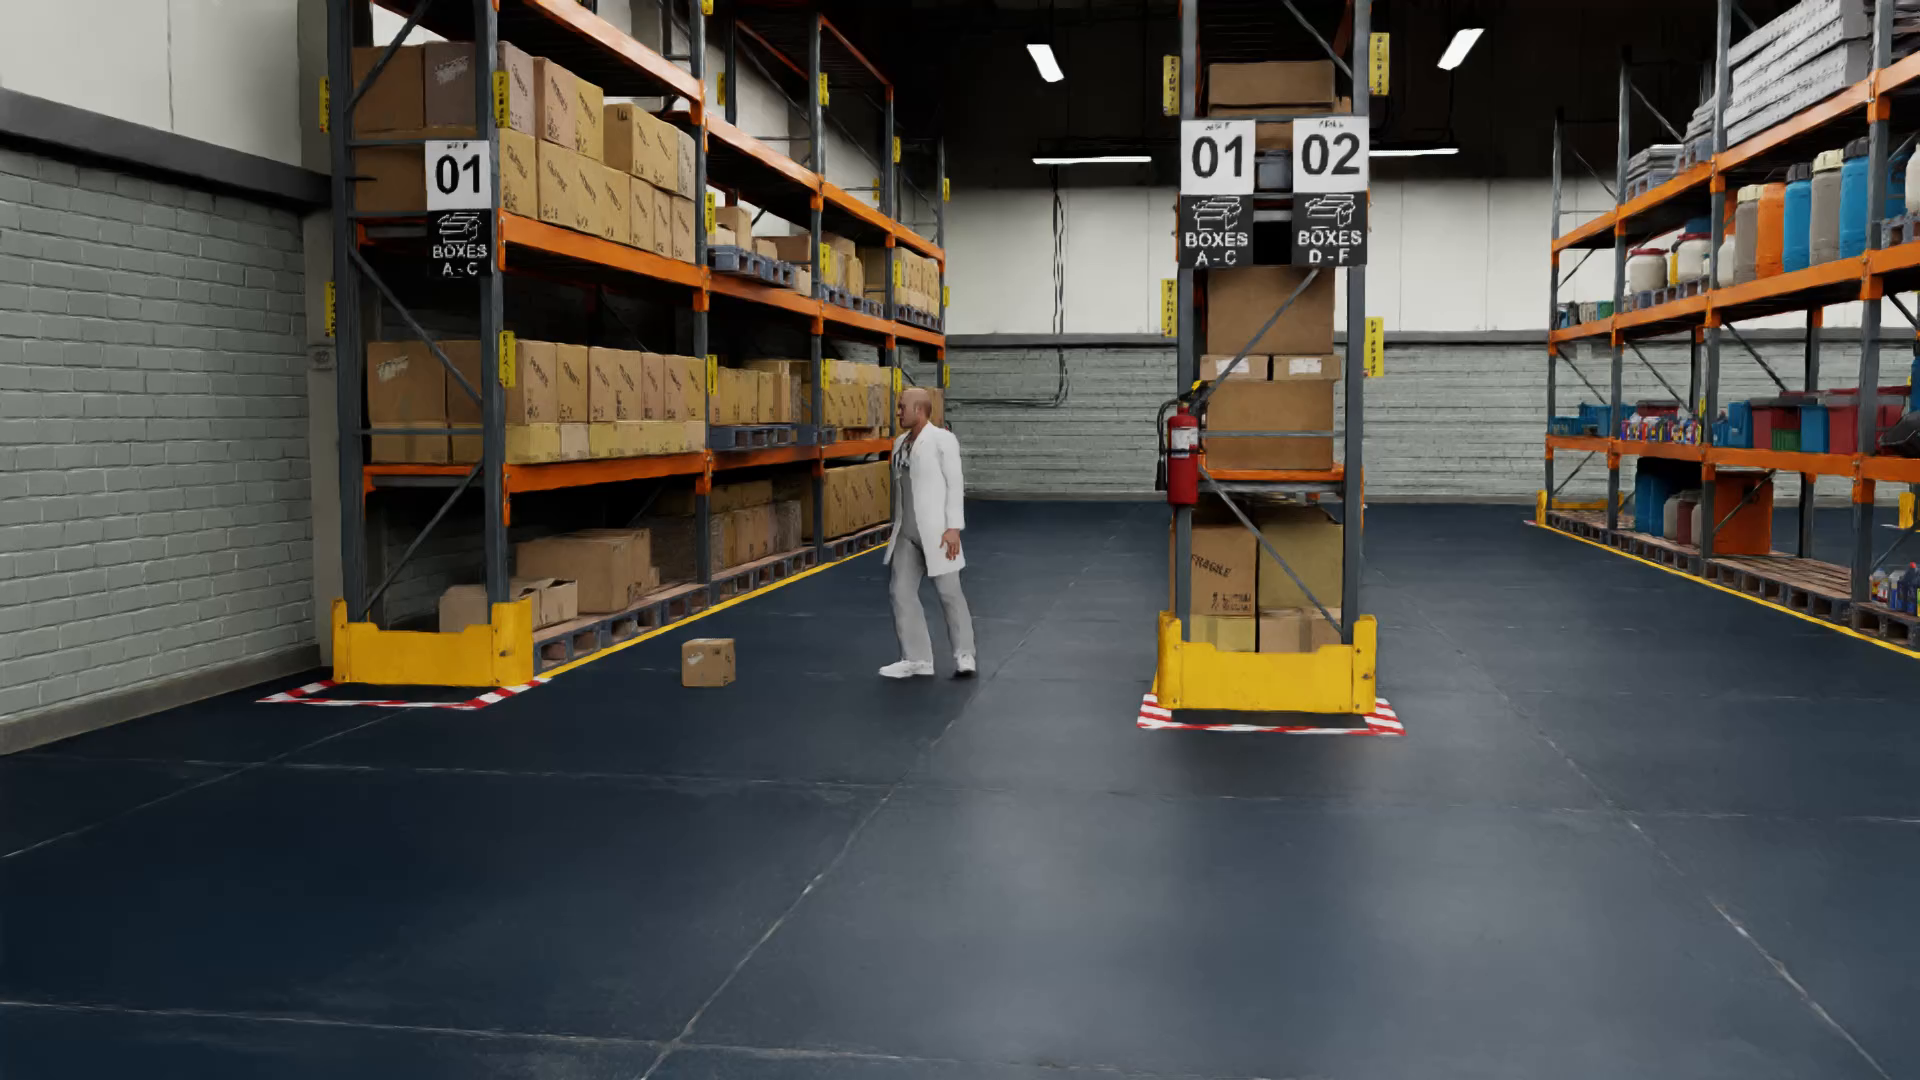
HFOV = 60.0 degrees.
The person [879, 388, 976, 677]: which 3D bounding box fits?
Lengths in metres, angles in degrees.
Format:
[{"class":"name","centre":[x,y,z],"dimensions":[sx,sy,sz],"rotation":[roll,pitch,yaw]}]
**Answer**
[{"class":"person","centre":[-0.177,0.017,10.232],"dimensions":[0.607,1.637,0.639],"rotation":[4,6,42]}]
